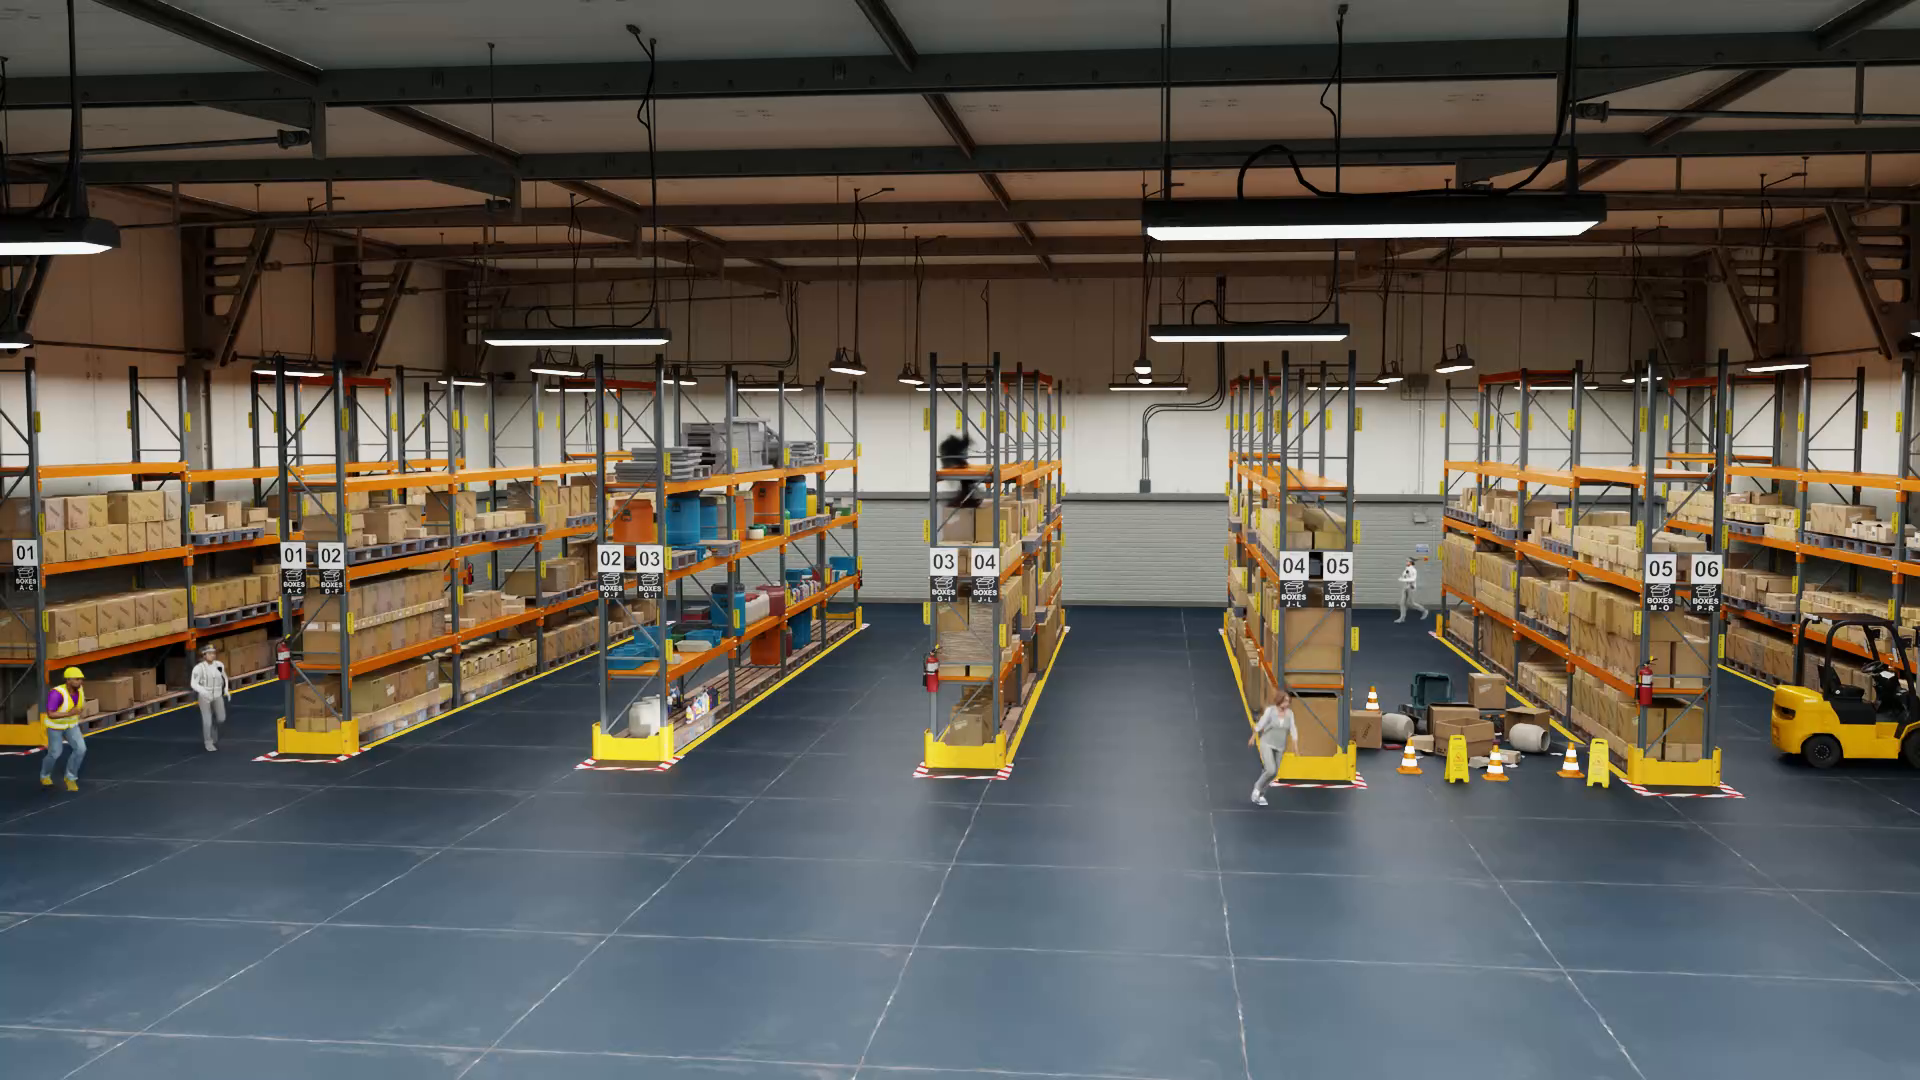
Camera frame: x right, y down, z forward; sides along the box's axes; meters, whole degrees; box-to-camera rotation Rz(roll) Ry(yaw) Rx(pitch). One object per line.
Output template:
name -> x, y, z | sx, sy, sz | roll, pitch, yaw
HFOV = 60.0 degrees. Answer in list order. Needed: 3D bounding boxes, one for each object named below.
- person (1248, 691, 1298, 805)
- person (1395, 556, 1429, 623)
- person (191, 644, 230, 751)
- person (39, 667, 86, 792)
person -> 4.083, 2.714, 21.597 | 0.529, 1.528, 0.667 | -2, 4, -20
person -> 11.235, 1.222, 41.379 | 0.873, 1.673, 0.623 | -1, 4, -7
person -> -11.389, 2.397, 25.318 | 0.592, 1.644, 0.583 | -4, 6, -43
person -> -12.171, 2.586, 22.586 | 0.924, 1.758, 0.713 | 2, 4, 23
